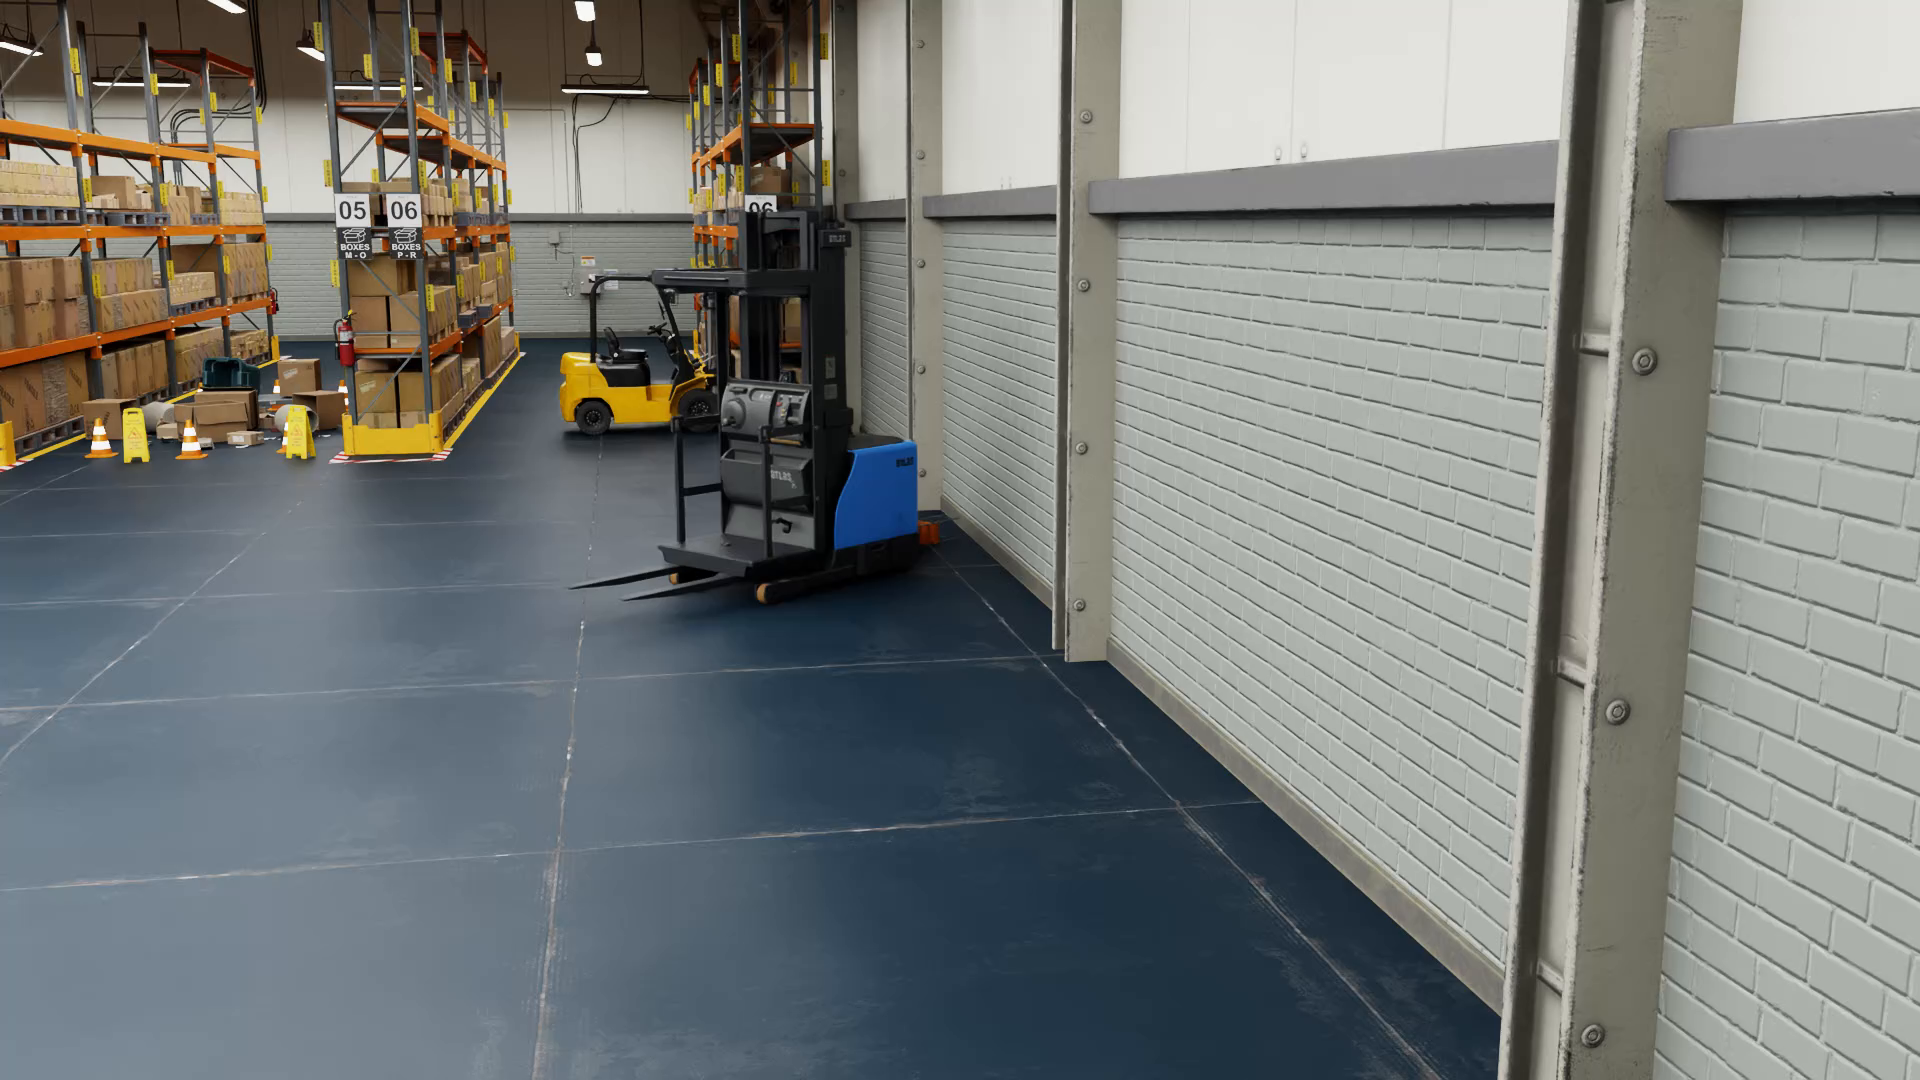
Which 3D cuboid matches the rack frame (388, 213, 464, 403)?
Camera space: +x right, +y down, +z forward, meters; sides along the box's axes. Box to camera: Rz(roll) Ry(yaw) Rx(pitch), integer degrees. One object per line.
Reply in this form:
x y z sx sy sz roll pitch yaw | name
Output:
-7.912 -3.303 24.528 1.000 3.000 0.127 -2 11 -11 | rack frame

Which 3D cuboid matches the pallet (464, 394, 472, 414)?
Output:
-8.065 -2.076 25.539 1.003 0.211 1.213 -2 11 -11 | pallet

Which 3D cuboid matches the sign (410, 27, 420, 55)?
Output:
-6.602 -6.034 20.122 0.100 0.325 0.005 -2 11 -11 | sign

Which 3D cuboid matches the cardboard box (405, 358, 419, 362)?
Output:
-7.946 -2.311 23.542 0.500 0.500 0.500 -2 11 -9 | cardboard box

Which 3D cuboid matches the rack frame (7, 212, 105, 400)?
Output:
-12.748 -3.105 23.485 1.000 3.000 0.127 -2 11 -11 | rack frame

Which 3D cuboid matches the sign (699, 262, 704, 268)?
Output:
-5.131 -5.356 32.997 0.100 0.325 0.005 -2 11 -11 | sign

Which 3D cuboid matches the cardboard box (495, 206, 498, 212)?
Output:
-9.910 -6.956 34.981 0.380 0.149 0.250 -3 11 -15 | cardboard box

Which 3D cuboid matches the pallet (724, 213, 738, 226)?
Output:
-3.228 -5.025 26.065 0.805 0.209 1.217 -3 11 -13 | pallet

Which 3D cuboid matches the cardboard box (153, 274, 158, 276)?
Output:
-14.426 -4.621 29.409 0.380 0.149 0.250 -2 11 -9 | cardboard box

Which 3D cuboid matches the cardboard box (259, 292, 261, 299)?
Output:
-14.666 -5.040 34.326 0.380 0.149 0.250 -2 11 -12 | cardboard box

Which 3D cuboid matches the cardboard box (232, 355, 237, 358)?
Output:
-14.060 -3.456 31.833 0.380 0.149 0.250 -3 11 -13 | cardboard box

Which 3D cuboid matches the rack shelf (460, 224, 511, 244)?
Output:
-9.857 -6.257 33.951 1.077 0.370 4.000 -2 11 -11 | rack shelf

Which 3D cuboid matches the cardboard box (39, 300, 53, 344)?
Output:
-12.344 -2.814 21.558 0.875 0.550 0.500 -2 11 -11 | cardboard box

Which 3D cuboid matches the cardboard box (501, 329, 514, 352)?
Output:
-9.833 -4.167 34.795 0.875 0.438 0.875 -2 11 -9 | cardboard box

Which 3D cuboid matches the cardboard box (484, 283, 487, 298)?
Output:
-8.646 -4.405 29.384 0.500 0.250 0.500 -2 11 -10 | cardboard box

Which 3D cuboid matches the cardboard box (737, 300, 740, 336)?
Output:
-2.811 -3.070 23.036 0.500 0.500 0.500 -2 11 -12 | cardboard box

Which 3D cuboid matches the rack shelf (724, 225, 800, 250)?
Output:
-2.655 -4.238 23.340 1.077 0.370 4.000 -2 11 -11 | rack shelf

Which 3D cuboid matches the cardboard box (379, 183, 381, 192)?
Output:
-7.570 -4.457 21.110 0.380 0.149 0.250 -2 11 -12 | cardboard box

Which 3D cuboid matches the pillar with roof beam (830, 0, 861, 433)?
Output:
-5.740 -5.702 21.085 9.100 9.000 0.400 -2 11 -11 | pillar with roof beam

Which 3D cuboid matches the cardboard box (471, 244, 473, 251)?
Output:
-9.824 -5.773 32.826 0.380 0.149 0.250 -2 11 -11 | cardboard box

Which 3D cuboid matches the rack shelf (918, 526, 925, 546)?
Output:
-0.435 -0.049 14.925 0.258 0.180 0.103 9 14 39 | rack shelf

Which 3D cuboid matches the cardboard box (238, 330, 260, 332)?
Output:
-14.738 -4.267 34.505 0.380 0.149 0.250 -2 11 -10 | cardboard box

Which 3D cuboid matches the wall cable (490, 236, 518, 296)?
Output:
-11.366 -7.052 41.423 0.585 1.953 0.123 -2 11 -11 | wall cable

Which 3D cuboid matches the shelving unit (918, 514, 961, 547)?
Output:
-0.463 -0.042 14.891 0.258 0.189 1.200 9 14 39 | shelving unit

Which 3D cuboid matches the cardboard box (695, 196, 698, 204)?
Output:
-4.972 -6.632 32.484 0.380 0.149 0.250 -2 11 -9 | cardboard box

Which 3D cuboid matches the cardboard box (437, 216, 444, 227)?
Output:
-7.365 -4.417 23.031 0.380 0.149 0.250 -2 11 -9 | cardboard box

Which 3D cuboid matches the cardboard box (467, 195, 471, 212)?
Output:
-7.732 -5.124 25.351 0.500 0.250 0.500 -2 11 -12 | cardboard box

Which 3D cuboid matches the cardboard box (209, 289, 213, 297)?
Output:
-13.981 -4.541 30.583 0.380 0.149 0.250 -2 11 -11 | cardboard box

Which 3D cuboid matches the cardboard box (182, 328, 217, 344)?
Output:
-13.824 -3.696 30.151 0.500 0.250 0.500 -2 11 -8 | cardboard box

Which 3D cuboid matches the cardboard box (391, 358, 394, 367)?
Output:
-7.729 -2.361 22.067 0.380 0.149 0.250 -2 11 -10 | cardboard box

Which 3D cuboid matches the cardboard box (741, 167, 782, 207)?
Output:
-2.591 -4.601 21.667 0.500 0.500 0.500 -2 11 -9 | cardboard box

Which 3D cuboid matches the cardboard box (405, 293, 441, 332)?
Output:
-7.058 -2.957 21.645 0.500 0.500 0.500 -2 11 -9 | cardboard box

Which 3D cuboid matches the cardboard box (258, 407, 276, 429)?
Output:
-9.859 -1.732 23.589 0.396 0.266 0.258 9 14 38 | cardboard box

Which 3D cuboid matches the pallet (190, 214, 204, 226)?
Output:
-14.084 -5.646 29.317 1.213 0.211 1.003 -2 11 -11 | pallet

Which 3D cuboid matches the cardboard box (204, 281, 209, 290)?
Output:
-13.935 -4.641 30.311 0.380 0.149 0.250 -2 11 -9 | cardboard box

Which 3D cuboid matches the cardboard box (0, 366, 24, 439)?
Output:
-12.167 -1.655 20.431 0.875 0.875 0.875 -2 11 -11 | cardboard box

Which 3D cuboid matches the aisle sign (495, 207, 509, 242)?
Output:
-9.956 -6.805 35.977 0.394 0.787 0.004 -2 11 -11 | aisle sign

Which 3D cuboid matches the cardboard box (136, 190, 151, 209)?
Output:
-13.028 -5.343 26.069 0.500 0.311 0.500 -2 11 -11 | cardboard box

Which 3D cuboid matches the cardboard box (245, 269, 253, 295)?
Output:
-14.452 -5.148 33.161 0.500 0.500 0.500 -2 11 -8 | cardboard box

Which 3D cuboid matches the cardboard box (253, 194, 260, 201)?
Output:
-14.729 -7.096 34.434 0.380 0.149 0.250 -2 11 -12 | cardboard box

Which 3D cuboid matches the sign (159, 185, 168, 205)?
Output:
-12.980 -5.623 27.101 0.100 0.325 0.005 -2 11 -11 | sign

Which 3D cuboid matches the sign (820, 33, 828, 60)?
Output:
-1.720 -6.253 21.063 0.100 0.325 0.005 -2 11 -11 | sign

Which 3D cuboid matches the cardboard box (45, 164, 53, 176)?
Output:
-12.166 -4.861 21.837 0.380 0.149 0.250 -2 11 -11 | cardboard box

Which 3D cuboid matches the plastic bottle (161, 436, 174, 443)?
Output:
-10.501 -1.331 22.028 0.133 0.061 0.283 -6 13 -31 | plastic bottle

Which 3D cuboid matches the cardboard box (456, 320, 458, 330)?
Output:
-7.551 -3.132 24.300 0.380 0.149 0.250 -2 11 -12 | cardboard box

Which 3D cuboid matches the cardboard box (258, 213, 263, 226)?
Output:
-14.734 -6.631 34.394 0.500 0.250 0.500 -2 11 -12 | cardboard box

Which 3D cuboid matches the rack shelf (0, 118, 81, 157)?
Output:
-12.359 -5.135 21.102 1.077 0.370 4.000 -2 11 -11 | rack shelf

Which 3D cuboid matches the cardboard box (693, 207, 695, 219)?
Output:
-5.560 -7.140 36.269 0.500 0.250 0.500 -2 11 -12 | cardboard box

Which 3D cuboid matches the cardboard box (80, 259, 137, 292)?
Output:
-13.247 -4.109 25.821 0.700 0.500 0.500 -2 11 -12 | cardboard box

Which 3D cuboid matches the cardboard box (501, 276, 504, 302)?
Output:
-9.396 -5.007 33.216 0.500 0.500 0.500 -2 11 -11 | cardboard box

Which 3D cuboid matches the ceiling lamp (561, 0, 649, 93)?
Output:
-8.183 -11.907 38.075 2.000 3.185 0.800 -2 11 -11 | ceiling lamp

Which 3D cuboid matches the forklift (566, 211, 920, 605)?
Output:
-1.664 -1.053 12.890 1.130 2.935 3.031 9 14 39 | forklift

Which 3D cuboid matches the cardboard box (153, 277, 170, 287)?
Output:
-13.427 -4.306 27.755 0.380 0.149 0.250 -2 11 -11 | cardboard box

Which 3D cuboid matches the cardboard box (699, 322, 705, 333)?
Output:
-5.352 -4.549 36.630 0.797 0.503 0.637 -3 11 -13 | cardboard box

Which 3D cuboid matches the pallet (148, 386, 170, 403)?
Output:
-13.446 -2.321 26.826 1.003 0.211 1.213 -2 11 -11 | pallet

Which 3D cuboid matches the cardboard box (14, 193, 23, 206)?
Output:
-11.919 -4.236 20.690 0.380 0.149 0.250 -2 11 -11 | cardboard box
